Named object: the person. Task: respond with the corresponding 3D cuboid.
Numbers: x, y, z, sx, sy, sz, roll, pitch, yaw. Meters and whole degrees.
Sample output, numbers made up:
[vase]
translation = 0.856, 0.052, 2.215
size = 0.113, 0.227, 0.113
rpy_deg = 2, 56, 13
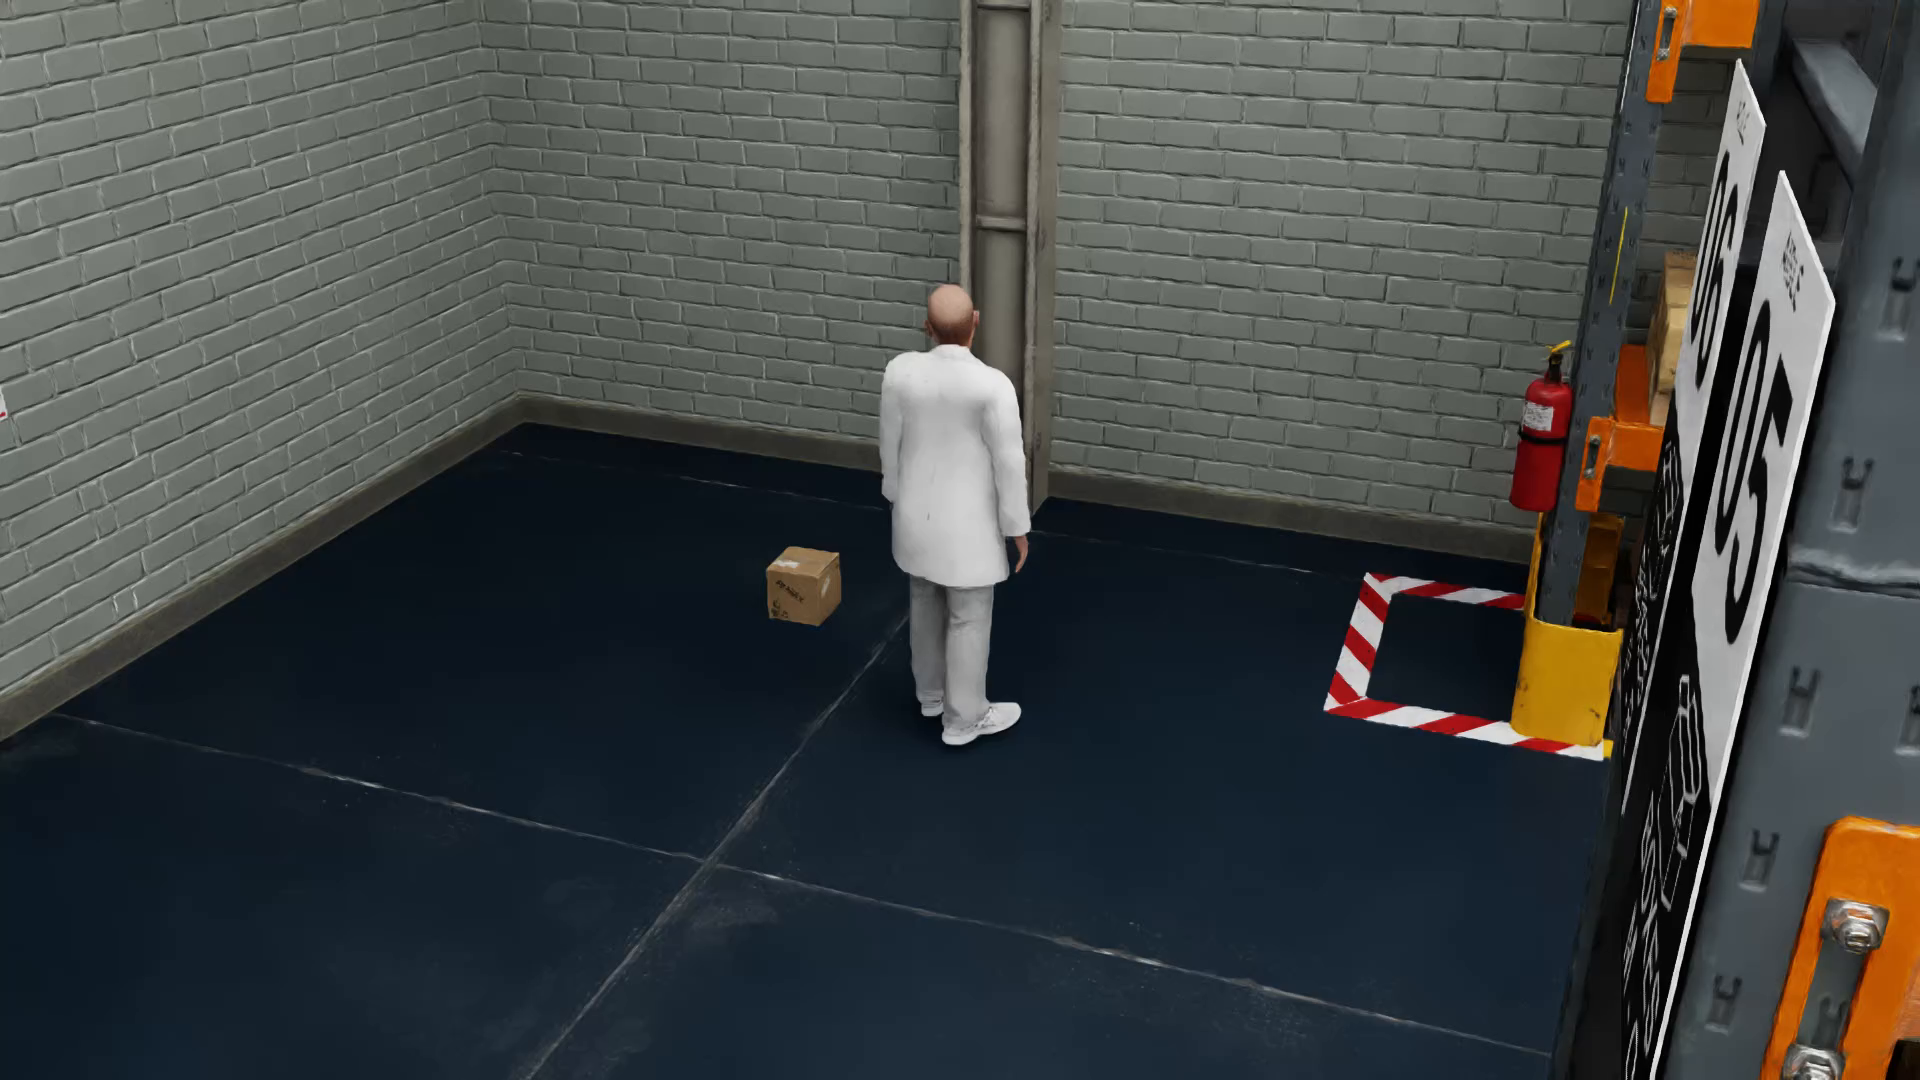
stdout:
[person]
translation = 0.006, -0.110, 6.305
size = 0.647, 1.782, 0.509
rpy_deg = 13, 28, 26
